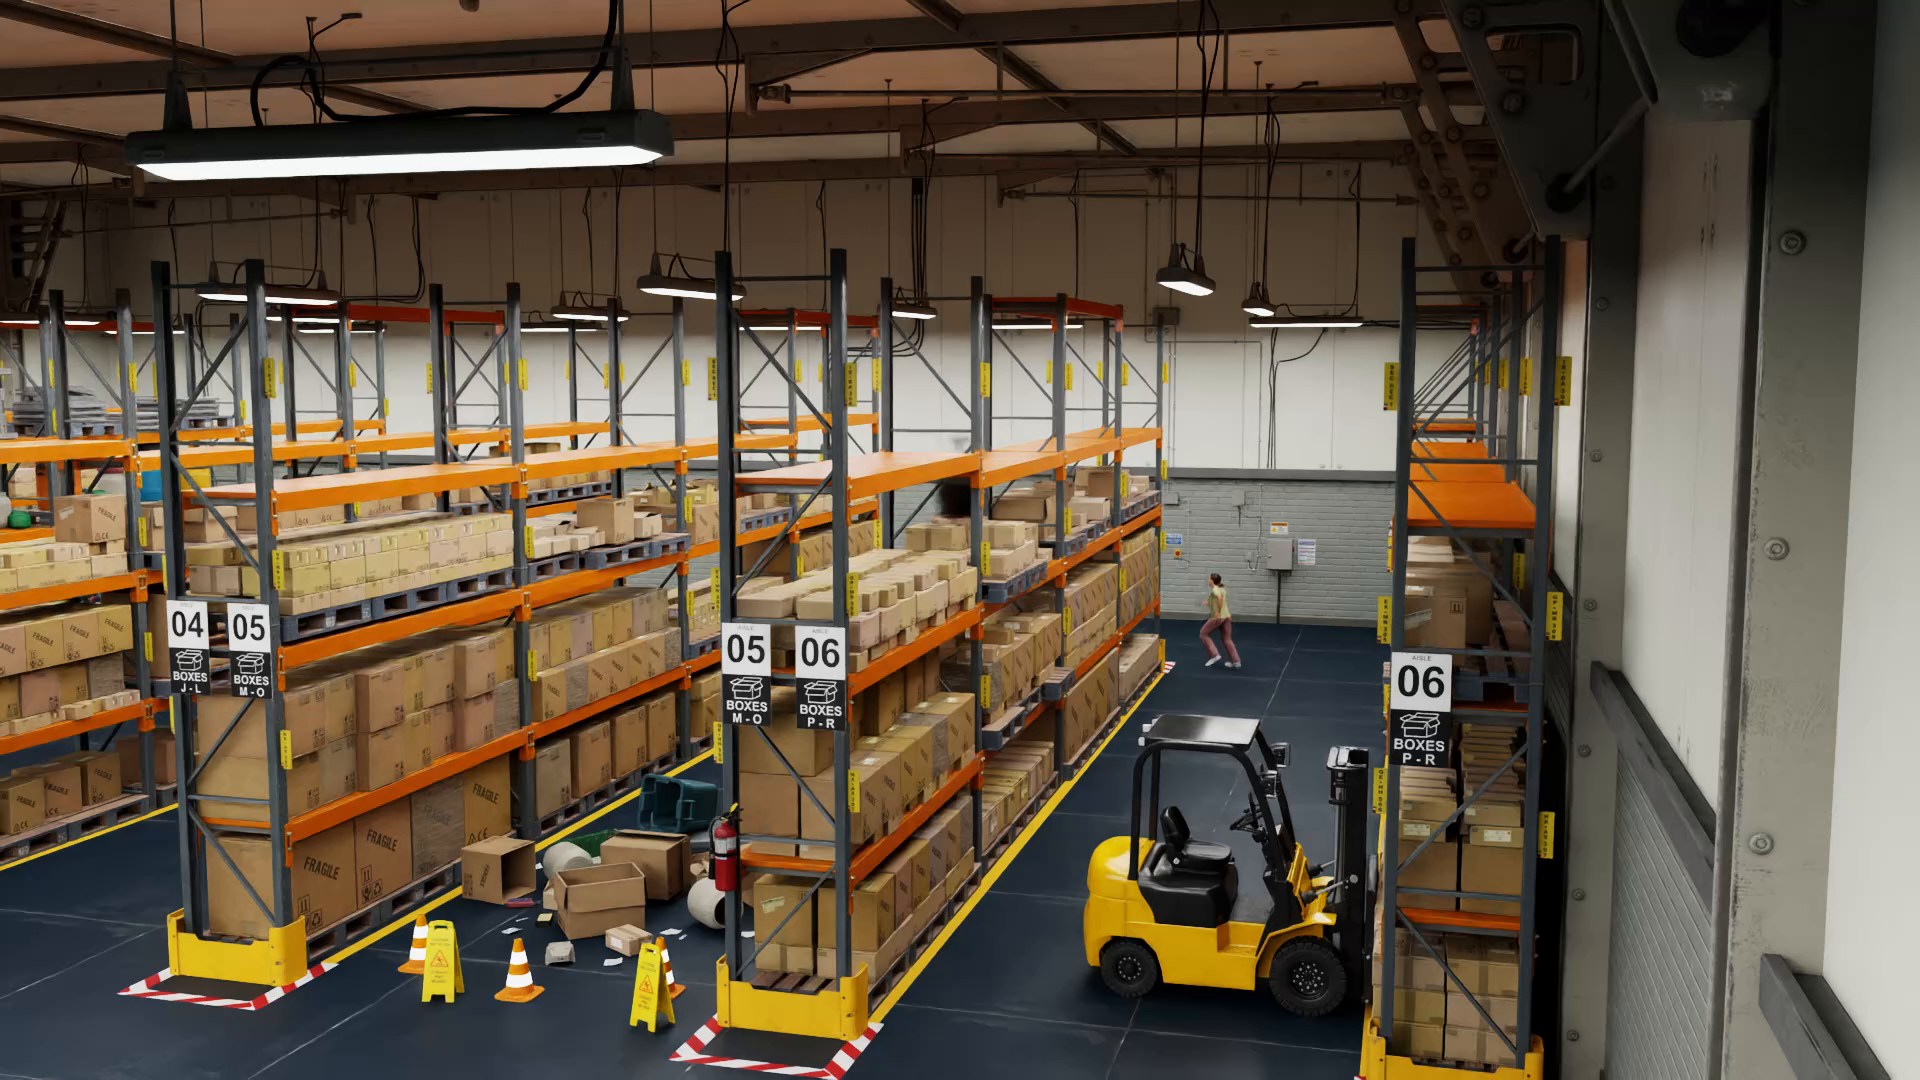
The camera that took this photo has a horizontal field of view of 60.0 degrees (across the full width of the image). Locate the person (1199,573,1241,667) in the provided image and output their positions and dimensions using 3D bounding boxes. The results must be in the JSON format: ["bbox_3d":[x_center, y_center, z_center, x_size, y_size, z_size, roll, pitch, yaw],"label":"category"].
[{"bbox_3d":[4.440,1.374,28.338,0.492,1.568,0.865,-6,8,-42],"label":"person"}]
